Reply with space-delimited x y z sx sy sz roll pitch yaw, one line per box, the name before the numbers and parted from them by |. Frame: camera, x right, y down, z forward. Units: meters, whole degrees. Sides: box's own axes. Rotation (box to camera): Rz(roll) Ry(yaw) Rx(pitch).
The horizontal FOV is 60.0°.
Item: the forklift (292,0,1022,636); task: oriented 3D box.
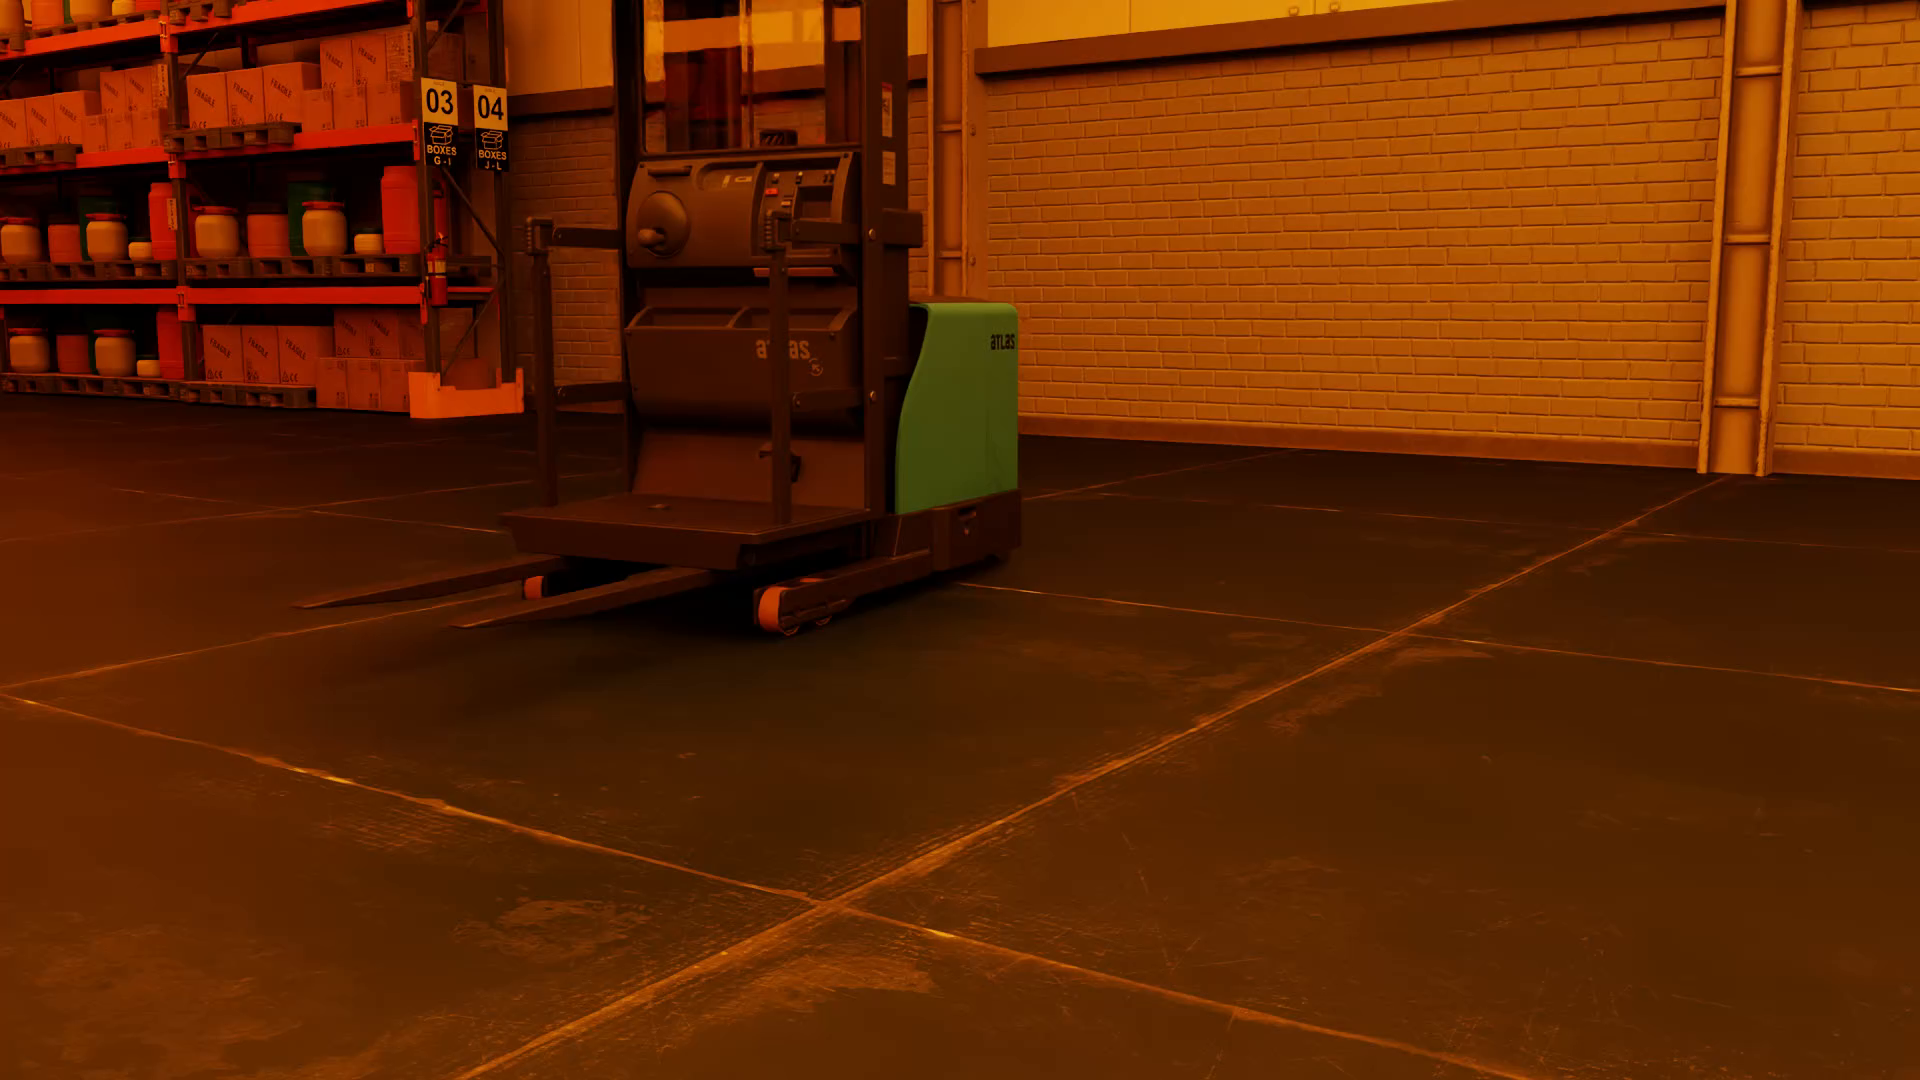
forklift | -0.887 -1.210 5.702 1.130 2.935 3.031 4 9 28
